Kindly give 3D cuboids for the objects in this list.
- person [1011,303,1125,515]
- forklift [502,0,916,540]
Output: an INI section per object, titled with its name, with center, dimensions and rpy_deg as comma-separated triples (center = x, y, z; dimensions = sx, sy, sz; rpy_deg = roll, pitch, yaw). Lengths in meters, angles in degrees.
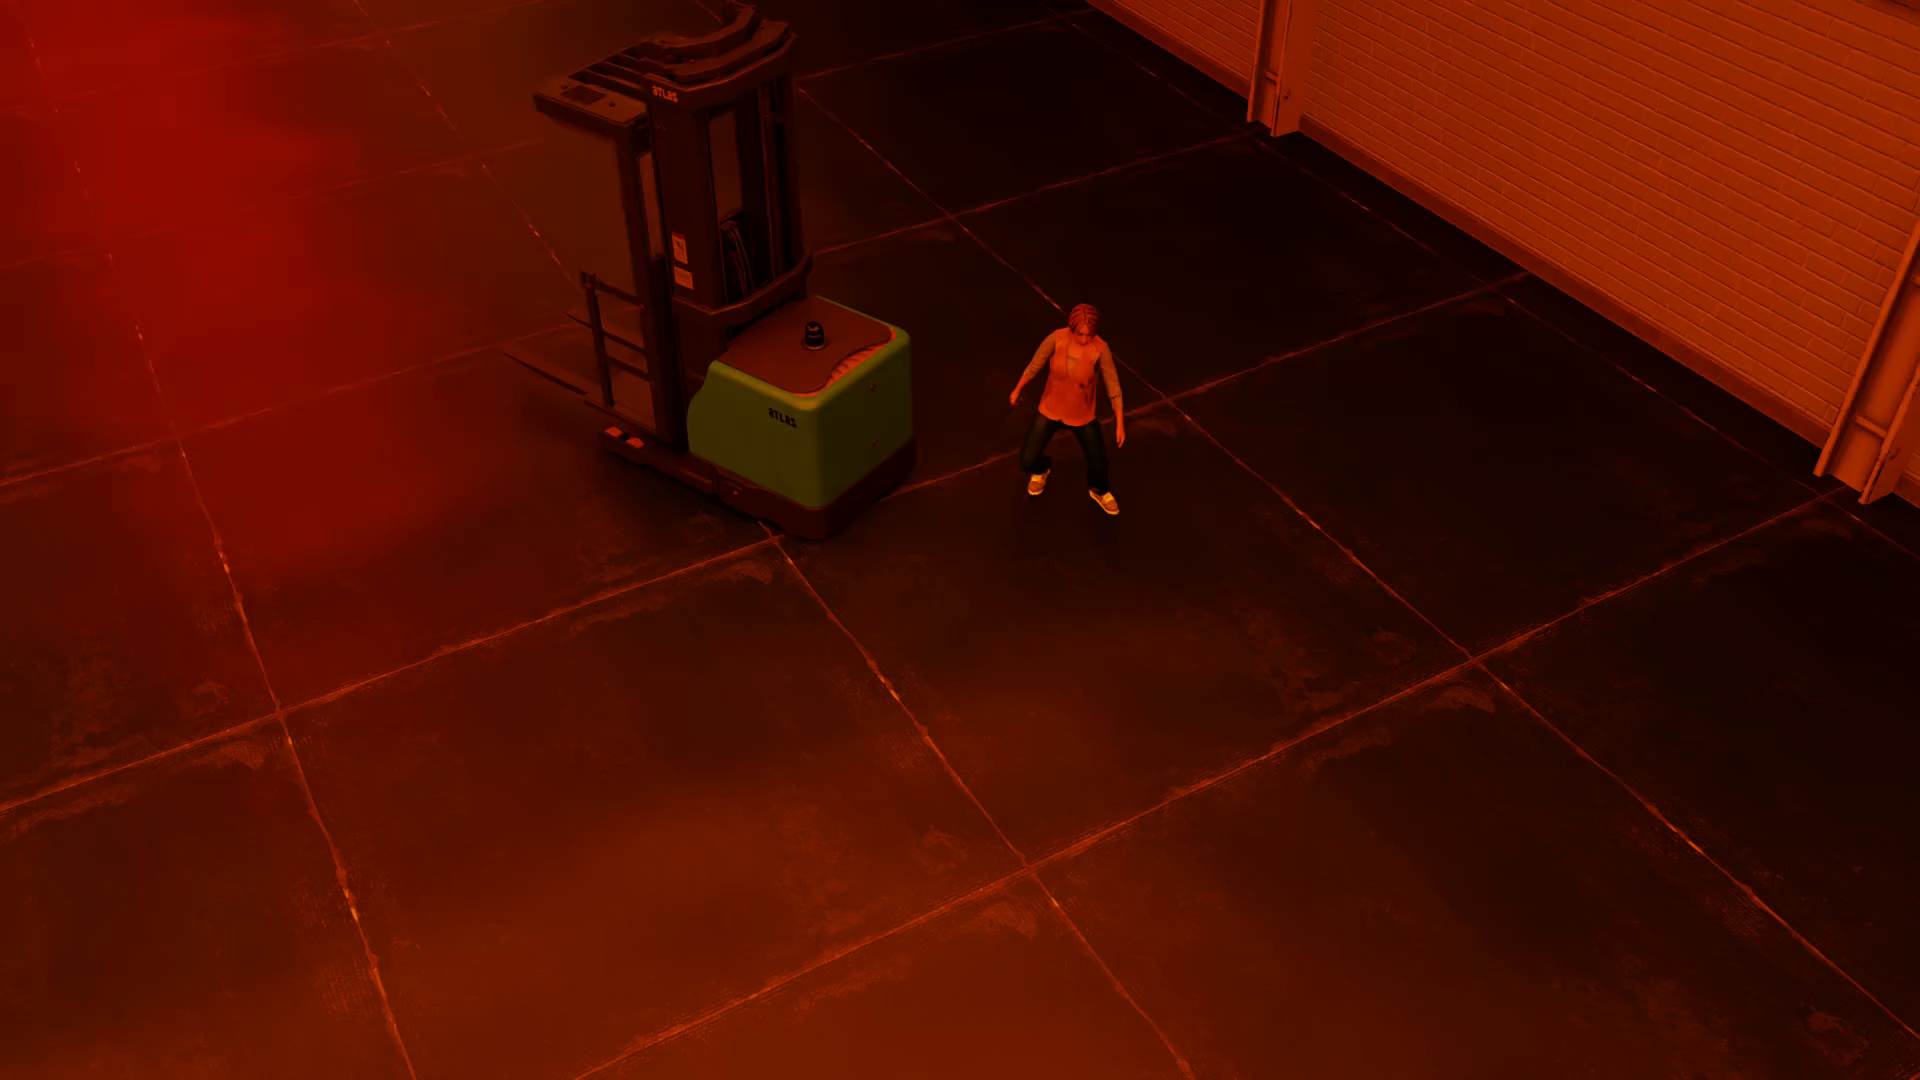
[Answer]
[person]
center = 0.652, -0.783, 10.106
dimensions = 0.762, 1.515, 0.452
rpy_deg = 13, 41, 15
[forklift]
center = -1.776, -1.885, 10.309
dimensions = 3.031, 2.935, 1.130
rpy_deg = 25, 46, 27
